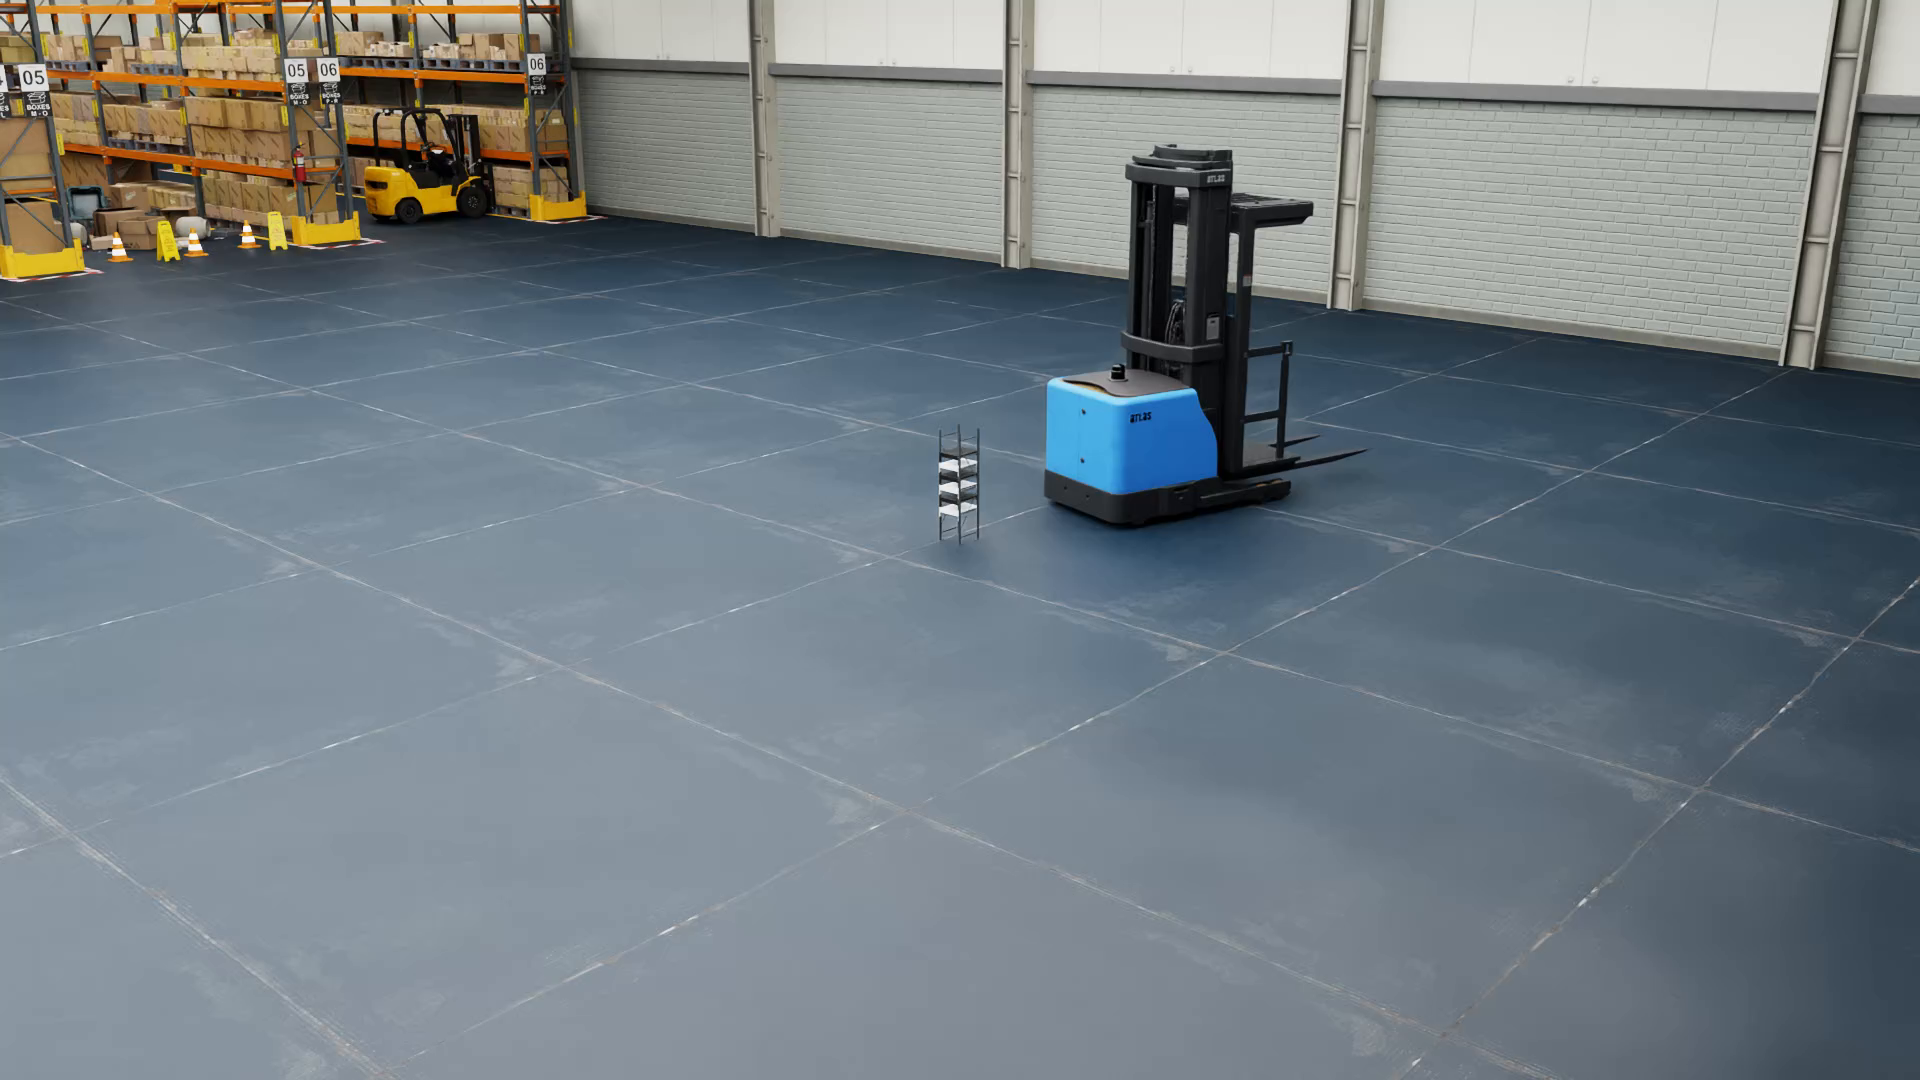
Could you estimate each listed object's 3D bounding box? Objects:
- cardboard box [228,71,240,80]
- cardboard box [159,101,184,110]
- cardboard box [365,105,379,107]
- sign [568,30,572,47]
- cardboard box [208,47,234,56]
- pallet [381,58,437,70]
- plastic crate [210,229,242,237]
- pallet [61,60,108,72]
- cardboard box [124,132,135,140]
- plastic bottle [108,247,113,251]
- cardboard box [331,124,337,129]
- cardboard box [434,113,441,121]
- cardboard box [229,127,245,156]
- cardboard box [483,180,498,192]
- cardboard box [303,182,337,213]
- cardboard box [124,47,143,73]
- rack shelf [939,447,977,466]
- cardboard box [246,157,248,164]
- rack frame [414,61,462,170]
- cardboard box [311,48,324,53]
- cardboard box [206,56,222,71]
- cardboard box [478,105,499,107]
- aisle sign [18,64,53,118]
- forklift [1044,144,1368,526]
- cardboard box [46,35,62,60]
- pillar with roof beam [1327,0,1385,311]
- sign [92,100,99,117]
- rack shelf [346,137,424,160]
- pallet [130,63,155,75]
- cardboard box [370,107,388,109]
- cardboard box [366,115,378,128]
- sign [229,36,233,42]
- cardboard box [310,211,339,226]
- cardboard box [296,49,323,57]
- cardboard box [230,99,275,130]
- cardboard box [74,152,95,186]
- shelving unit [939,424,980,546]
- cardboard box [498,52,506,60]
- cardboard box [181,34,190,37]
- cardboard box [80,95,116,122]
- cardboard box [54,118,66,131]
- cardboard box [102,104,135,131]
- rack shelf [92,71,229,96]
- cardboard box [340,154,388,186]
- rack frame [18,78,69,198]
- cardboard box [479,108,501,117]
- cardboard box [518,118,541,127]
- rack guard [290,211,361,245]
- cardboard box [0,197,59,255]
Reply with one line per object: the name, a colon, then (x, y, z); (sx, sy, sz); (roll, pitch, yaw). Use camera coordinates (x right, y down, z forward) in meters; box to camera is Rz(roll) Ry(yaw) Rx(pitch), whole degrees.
cardboard box: (-13.056, -8.453, 30.243); (0.250, 0.149, 0.380); (15, 23, 39)
cardboard box: (-15.437, -8.515, 32.560); (0.250, 0.149, 0.380); (14, 22, 38)
cardboard box: (-13.316, -9.810, 37.827); (0.250, 0.149, 0.380); (15, 23, 39)
sign: (-7.761, -9.968, 33.028); (0.005, 0.325, 0.100); (15, 23, 39)
cardboard box: (-13.595, -8.994, 30.632); (0.250, 0.149, 0.380); (14, 22, 37)
pallet: (-11.794, -10.276, 35.889); (1.217, 0.209, 0.805); (14, 22, 37)
plastic crate: (-13.787, -5.747, 31.087); (0.583, 0.080, 0.402); (7, 19, 21)
pallet: (-17.926, -9.899, 34.699); (1.003, 0.211, 1.213); (16, 24, 42)
cardboard box: (-16.734, -8.226, 33.793); (0.250, 0.149, 0.380); (15, 23, 40)
plastic bottle: (-14.772, -5.085, 29.032); (0.283, 0.061, 0.133); (7, 19, 21)
cardboard box: (-13.947, -9.350, 37.863); (0.500, 0.250, 0.500); (15, 23, 39)
cardboard box: (-10.867, -8.945, 35.099); (0.250, 0.149, 0.380); (16, 23, 41)
cardboard box: (-13.124, -7.381, 30.753); (0.500, 0.500, 0.500); (15, 23, 40)
cardboard box: (-9.473, -7.317, 34.232); (0.500, 0.250, 0.500); (14, 23, 38)
cardboard box: (-11.863, -6.312, 30.654); (0.500, 0.500, 0.500); (14, 22, 37)
cardboard box: (-16.249, -9.621, 33.340); (0.637, 0.503, 0.797); (15, 23, 39)
rack shelf: (-0.006, -0.656, 12.909); (0.200, 0.077, 0.258); (15, 23, 39)
cardboard box: (-12.978, -7.054, 30.796); (0.250, 0.149, 0.380); (15, 23, 39)
rack frame: (-11.125, -8.763, 35.765); (0.127, 3.000, 1.000); (15, 23, 39)
cardboard box: (-14.542, -11.131, 37.857); (0.250, 0.149, 0.380); (16, 23, 40)
cardboard box: (-13.512, -8.784, 30.628); (0.500, 0.250, 0.500); (15, 23, 40)
cardboard box: (-9.909, -9.063, 34.981); (0.250, 0.149, 0.380); (15, 23, 38)
aisle sign: (-14.383, -6.988, 25.876); (0.004, 0.787, 0.394); (15, 23, 39)
forklift: (2.222, -1.832, 14.040); (3.031, 2.935, 1.130); (-11, 21, -32)
cardboard box: (-18.920, -10.408, 35.130); (0.500, 0.500, 0.500); (15, 23, 40)
pillar with roof beam: (2.549, -6.575, 18.952); (0.400, 9.000, 9.100); (15, 23, 39)
sign: (-17.775, -8.868, 34.181); (0.005, 0.325, 0.100); (15, 23, 39)
rack shelf: (-12.621, -8.822, 37.139); (4.000, 0.370, 1.077); (15, 23, 39)
pallet: (-15.586, -9.335, 32.919); (1.003, 0.211, 1.213); (15, 23, 39)
cardboard box: (-12.843, -9.505, 36.866); (0.250, 0.149, 0.380); (15, 23, 39)
cardboard box: (-12.795, -9.282, 36.821); (0.500, 0.250, 0.500); (15, 23, 40)
sign: (-17.463, -11.921, 39.902); (0.005, 0.325, 0.100); (15, 23, 39)
cardboard box: (-11.845, -5.950, 30.753); (0.500, 0.250, 0.500); (15, 23, 39)
cardboard box: (-11.556, -8.644, 29.527); (0.250, 0.149, 0.380); (15, 23, 39)
cardboard box: (-12.776, -7.738, 30.224); (0.500, 0.500, 0.700); (15, 23, 39)
cardboard box: (-18.535, -7.967, 36.076); (0.875, 0.875, 0.875); (15, 23, 40)
shelving unit: (-0.006, -0.431, 12.981); (0.210, 0.900, 0.258); (15, 23, 39)
cardboard box: (-8.955, -9.615, 33.047); (0.250, 0.149, 0.380); (14, 22, 38)
cardboard box: (-19.183, -12.561, 41.702); (0.500, 0.250, 0.500); (15, 23, 38)
cardboard box: (-17.969, -9.011, 34.729); (0.500, 0.500, 0.500); (14, 23, 38)
cardboard box: (-19.111, -8.953, 35.786); (0.500, 0.250, 0.500); (14, 22, 38)
cardboard box: (-17.226, -8.689, 34.181); (0.500, 0.500, 0.500); (14, 22, 38)
rack shelf: (-15.913, -9.128, 33.144); (4.000, 0.370, 1.077); (15, 23, 39)
cardboard box: (-13.660, -8.506, 38.187); (0.625, 0.625, 0.875); (16, 24, 41)
rack frame: (-20.401, -9.245, 37.285); (0.127, 3.000, 1.000); (15, 23, 39)
cardboard box: (-9.562, -8.716, 33.888); (0.250, 0.149, 0.380); (16, 23, 40)
cardboard box: (-8.579, -8.323, 33.140); (0.250, 0.149, 0.380); (15, 23, 40)
rack guard: (-11.482, -5.660, 30.119); (0.348, 0.500, 1.175); (15, 23, 39)
cardboard box: (-15.187, -5.004, 26.740); (0.875, 0.875, 0.875); (15, 23, 40)
